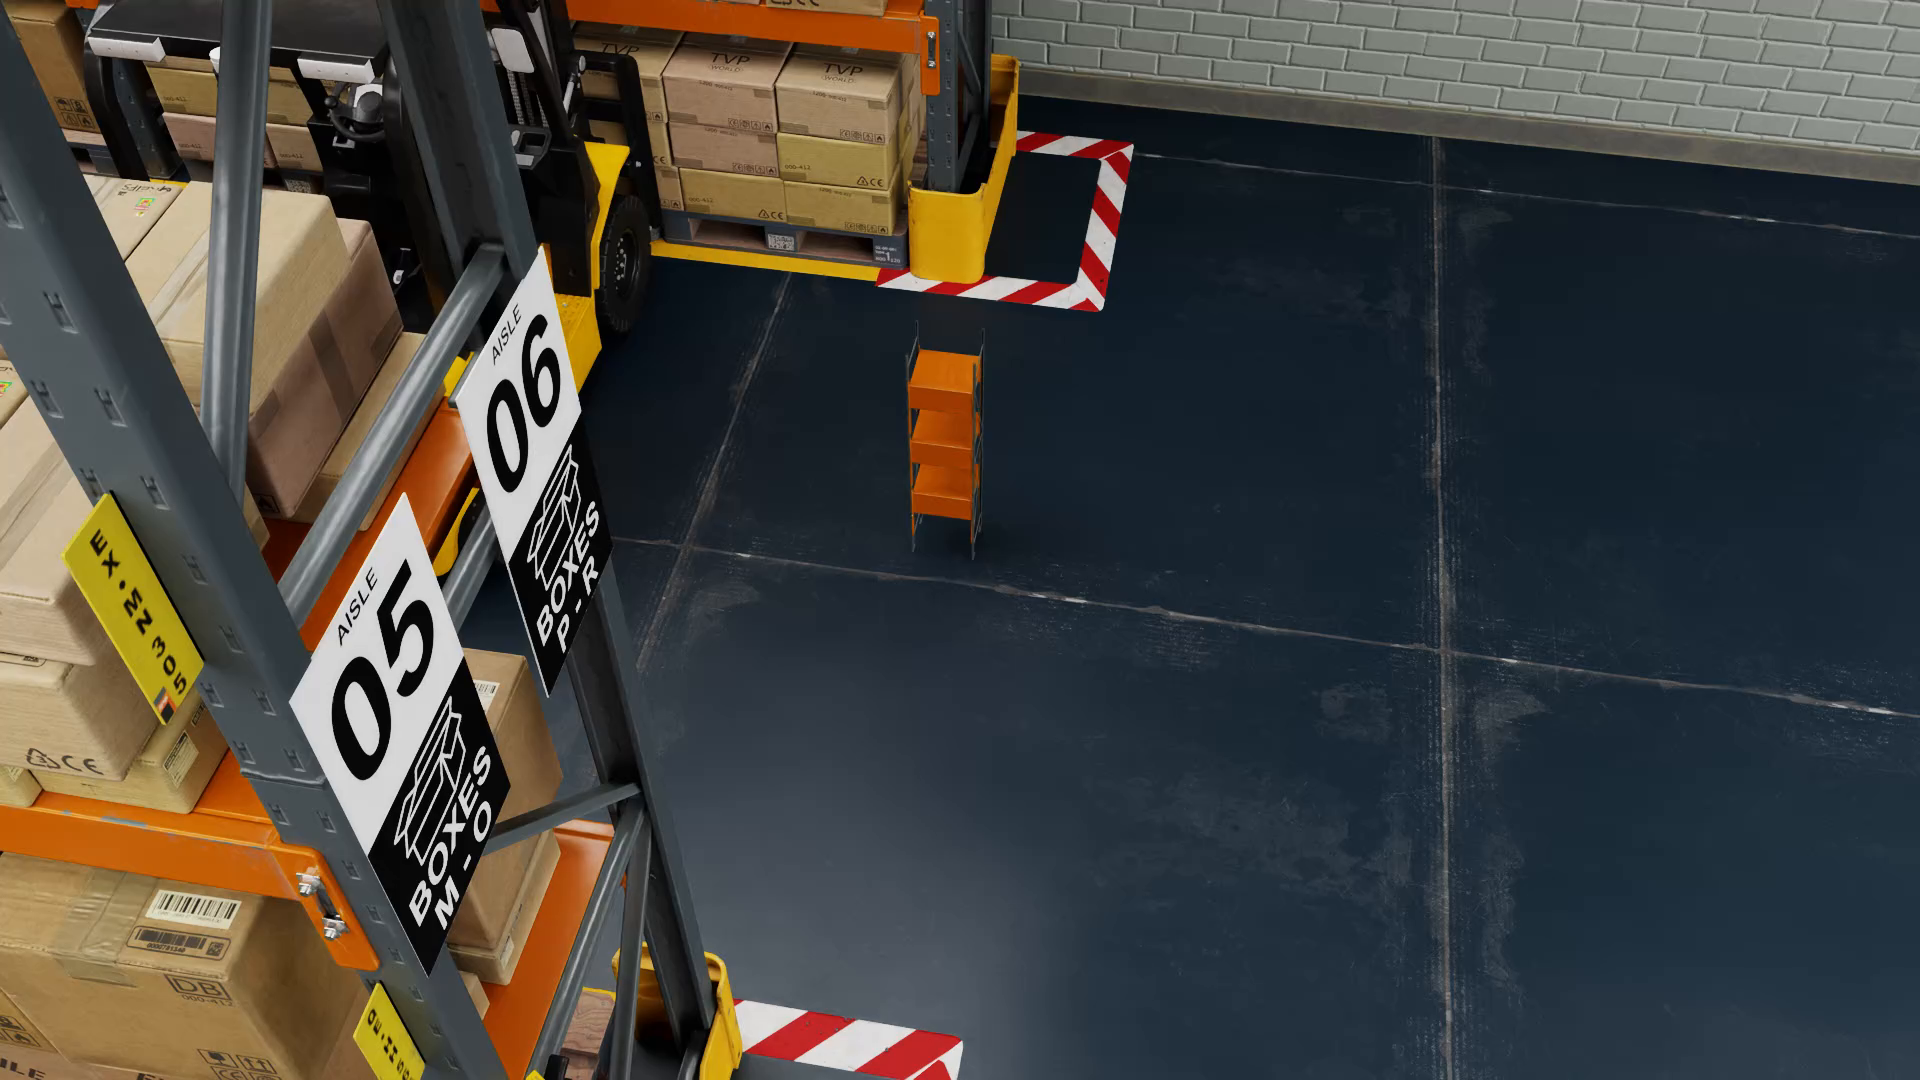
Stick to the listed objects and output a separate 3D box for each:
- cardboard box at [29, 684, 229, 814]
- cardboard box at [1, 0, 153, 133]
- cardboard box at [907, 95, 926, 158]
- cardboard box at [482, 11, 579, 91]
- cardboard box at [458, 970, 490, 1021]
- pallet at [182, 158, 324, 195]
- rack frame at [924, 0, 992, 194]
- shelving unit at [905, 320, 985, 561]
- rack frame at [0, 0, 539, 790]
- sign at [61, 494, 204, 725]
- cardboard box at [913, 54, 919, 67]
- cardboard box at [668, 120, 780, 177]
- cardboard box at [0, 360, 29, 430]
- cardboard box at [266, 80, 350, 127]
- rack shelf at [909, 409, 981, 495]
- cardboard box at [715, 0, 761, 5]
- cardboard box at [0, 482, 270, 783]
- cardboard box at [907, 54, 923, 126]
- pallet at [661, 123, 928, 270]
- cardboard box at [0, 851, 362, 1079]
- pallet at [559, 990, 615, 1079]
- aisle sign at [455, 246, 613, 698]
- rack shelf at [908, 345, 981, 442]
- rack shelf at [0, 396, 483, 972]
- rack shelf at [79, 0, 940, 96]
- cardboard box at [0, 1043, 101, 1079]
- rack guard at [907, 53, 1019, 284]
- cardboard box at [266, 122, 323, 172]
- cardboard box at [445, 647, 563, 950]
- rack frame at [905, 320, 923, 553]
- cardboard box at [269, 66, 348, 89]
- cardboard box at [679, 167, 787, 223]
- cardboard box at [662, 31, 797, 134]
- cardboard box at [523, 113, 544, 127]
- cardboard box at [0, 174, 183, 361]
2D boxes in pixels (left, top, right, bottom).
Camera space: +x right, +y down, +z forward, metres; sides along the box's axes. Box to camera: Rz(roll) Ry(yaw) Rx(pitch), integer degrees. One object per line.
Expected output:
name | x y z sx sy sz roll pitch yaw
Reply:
cardboard box | -1.278 0.224 2.657 0.250 0.149 0.380 8 49 7
cardboard box | -4.450 -2.586 8.343 0.625 0.625 0.875 10 49 9
cardboard box | -0.447 -2.078 8.139 0.500 0.250 0.500 8 49 7
cardboard box | -2.006 -2.232 7.605 0.500 0.250 0.500 7 48 6
cardboard box | -1.283 1.176 3.818 0.250 0.149 0.380 9 49 8
pallet | -3.159 -2.110 8.476 1.213 0.211 1.003 8 49 7
rack frame | 0.002 -2.649 7.086 0.127 3.000 1.000 8 49 7
shelving unit | -0.053 -0.358 6.338 0.252 1.050 0.215 8 49 7
rack frame | -0.877 -1.020 1.589 0.127 3.000 1.000 8 49 7
sign | -0.996 0.090 2.013 0.005 0.325 0.100 8 49 7
cardboard box | -0.437 -2.407 7.762 0.500 0.250 0.500 7 48 6
cardboard box | -1.024 -1.947 7.685 0.500 0.250 0.500 7 48 6
cardboard box | -1.509 -0.091 2.404 0.250 0.149 0.380 8 49 7
cardboard box | -3.017 -2.212 7.923 0.500 0.250 0.500 7 48 7
rack shelf | -0.053 -0.351 6.346 0.240 0.259 0.215 8 49 7
cardboard box | -1.038 -2.631 7.002 0.500 0.500 0.500 9 49 8
cardboard box | -1.429 0.062 2.534 0.500 0.250 0.500 7 48 6
cardboard box | -0.424 -2.252 7.959 0.500 0.250 0.500 8 49 8
pallet | -0.758 -1.788 8.186 1.213 0.211 1.003 8 49 7
cardboard box | -1.419 0.610 3.218 0.500 0.500 0.700 7 48 6
pallet | -1.745 1.773 4.987 1.213 0.211 1.003 8 49 7
aisle sign | -0.761 -0.103 3.050 0.004 0.787 0.394 8 49 7
rack shelf | -0.053 -0.541 6.135 0.240 0.259 0.215 8 49 7
rack shelf | -2.845 -0.042 3.210 4.000 0.370 1.077 8 49 7
rack shelf | -1.966 -2.673 7.591 4.000 0.370 1.077 8 49 7
cardboard box | -1.952 0.912 3.619 0.500 0.500 0.500 8 49 7
rack guard | 0.026 -1.810 8.013 0.348 0.500 1.175 8 49 7
cardboard box | -3.015 -2.037 8.102 0.500 0.250 0.500 7 48 6
cardboard box | -1.294 0.586 3.911 0.500 0.500 0.500 7 48 6
rack frame | -0.173 -0.374 6.352 0.008 1.050 0.200 8 49 7
cardboard box | -3.013 -2.365 7.724 0.500 0.250 0.500 8 49 7
cardboard box | -1.004 -1.774 7.866 0.500 0.250 0.500 8 49 7
cardboard box | -1.010 -2.100 7.487 0.500 0.250 0.500 8 49 8
cardboard box | -2.028 -2.069 7.795 0.500 0.250 0.500 8 48 7
cardboard box | -1.441 -0.418 2.698 0.250 0.149 0.380 7 48 7
